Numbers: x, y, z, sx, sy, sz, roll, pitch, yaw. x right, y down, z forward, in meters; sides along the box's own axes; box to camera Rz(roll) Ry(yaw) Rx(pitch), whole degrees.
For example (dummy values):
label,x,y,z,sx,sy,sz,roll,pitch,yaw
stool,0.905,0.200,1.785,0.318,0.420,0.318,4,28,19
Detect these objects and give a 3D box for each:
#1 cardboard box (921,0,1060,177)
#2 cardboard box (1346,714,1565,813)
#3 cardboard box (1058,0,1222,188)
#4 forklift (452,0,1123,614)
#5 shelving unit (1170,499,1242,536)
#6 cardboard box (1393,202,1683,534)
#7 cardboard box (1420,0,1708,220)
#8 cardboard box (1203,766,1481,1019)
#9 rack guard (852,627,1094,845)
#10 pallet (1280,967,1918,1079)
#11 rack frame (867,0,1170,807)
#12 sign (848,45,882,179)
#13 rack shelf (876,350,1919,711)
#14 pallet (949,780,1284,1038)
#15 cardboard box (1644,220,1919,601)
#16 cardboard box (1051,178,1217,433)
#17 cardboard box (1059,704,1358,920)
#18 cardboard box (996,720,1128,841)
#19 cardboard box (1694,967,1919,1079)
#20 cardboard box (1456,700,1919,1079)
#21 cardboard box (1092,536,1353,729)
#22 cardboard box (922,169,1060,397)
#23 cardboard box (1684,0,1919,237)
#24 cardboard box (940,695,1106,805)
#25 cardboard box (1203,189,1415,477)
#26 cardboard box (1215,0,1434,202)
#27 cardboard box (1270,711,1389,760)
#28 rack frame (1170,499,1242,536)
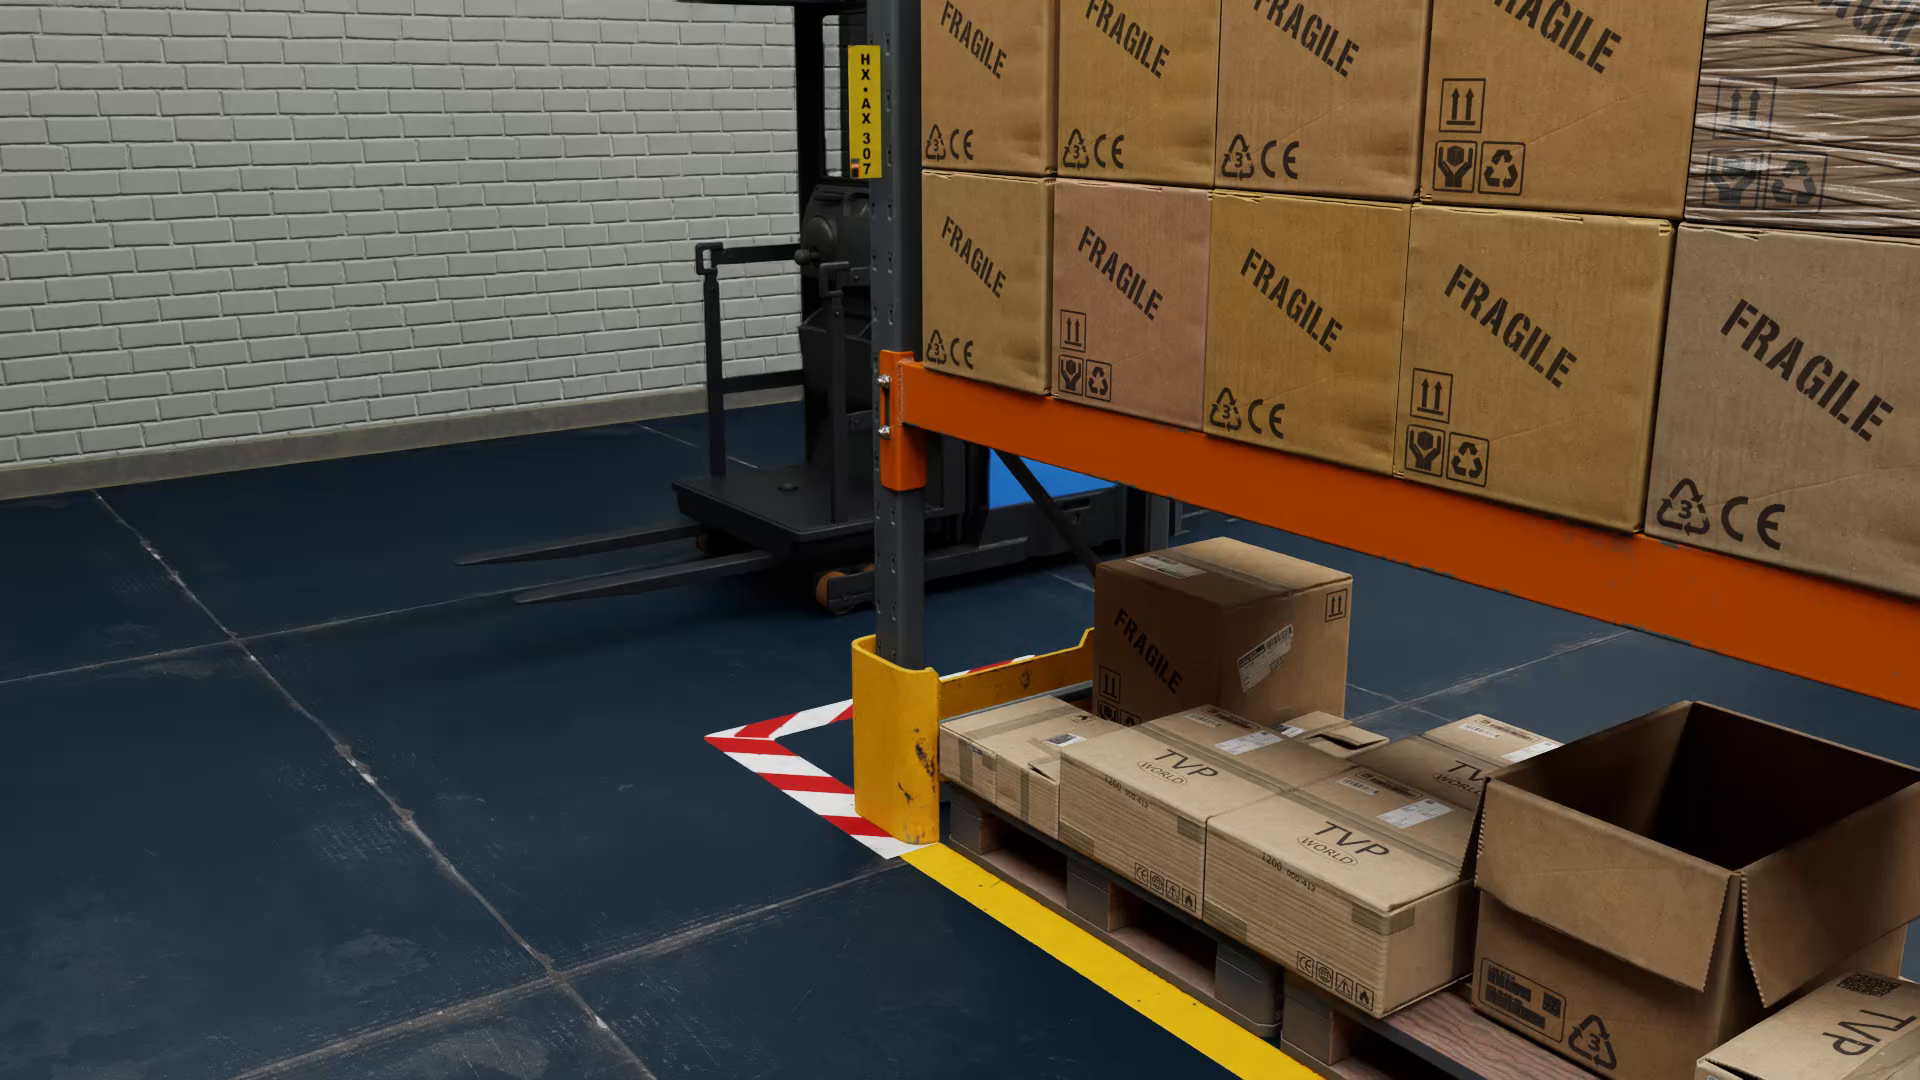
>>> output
label,x,y,z,sx,sy,sz,roll,pitch,yaw
cardboard box,0.249,-1.146,3.997,0.500,0.500,0.500,-10,18,-33
cardboard box,1.255,0.648,3.900,0.500,0.250,0.500,-11,19,-35
cardboard box,0.562,-1.035,3.594,0.500,0.500,0.500,-11,19,-34
forklift,-0.546,-1.281,6.704,3.031,2.935,1.130,-11,19,-35
shelving unit,0.837,-0.708,8.031,0.538,1.125,1.048,-13,20,-39
cardboard box,1.142,-0.340,2.946,0.500,0.500,0.500,-11,19,-34
cardboard box,1.152,-0.819,2.805,0.500,0.500,0.500,-11,19,-35
cardboard box,0.879,0.737,3.578,0.500,0.250,0.500,-11,19,-35
rack guard,0.246,0.471,4.909,1.175,0.500,0.348,-11,19,-35
pallet,1.429,1.041,3.374,1.003,0.211,1.213,-11,19,-35
rack frame,0.201,-0.751,4.638,1.000,3.000,0.127,-11,19,-35
sign,-0.238,-1.084,4.216,0.100,0.325,0.005,-11,19,-35
rack shelf,1.377,0.023,3.173,1.077,0.370,4.000,-11,19,-35
pallet,0.715,0.780,4.326,1.003,0.211,1.213,-11,19,-35
cardboard box,1.444,-0.231,2.550,0.500,0.500,0.500,-10,18,-33
cardboard box,0.557,-0.554,3.730,0.500,0.500,0.500,-11,19,-35
cardboard box,0.585,0.630,3.968,0.500,0.250,0.500,-11,19,-35
cardboard box,0.316,0.599,4.237,0.380,0.166,0.250,-11,19,-35
cardboard box,1.548,0.950,2.683,0.500,0.311,0.500,-11,19,-35
cardboard box,1.444,0.695,3.252,0.797,0.503,0.637,-11,19,-35
cardboard box,0.720,0.320,4.626,0.500,0.500,0.500,-11,19,-35
cardboard box,0.249,-0.664,4.129,0.500,0.500,0.500,-10,18,-33
cardboard box,1.447,-0.712,2.411,0.500,0.500,0.500,-11,19,-34
cardboard box,0.169,0.555,4.435,0.380,0.149,0.250,-11,19,-35
cardboard box,0.849,-0.447,3.336,0.500,0.500,0.500,-11,19,-35
cardboard box,0.853,-0.928,3.201,0.500,0.500,0.500,-11,19,-34
cardboard box,0.886,0.582,4.303,0.380,0.166,0.250,-11,19,-35
rack frame,1.167,-0.605,7.658,0.500,1.125,0.032,-13,20,-39
